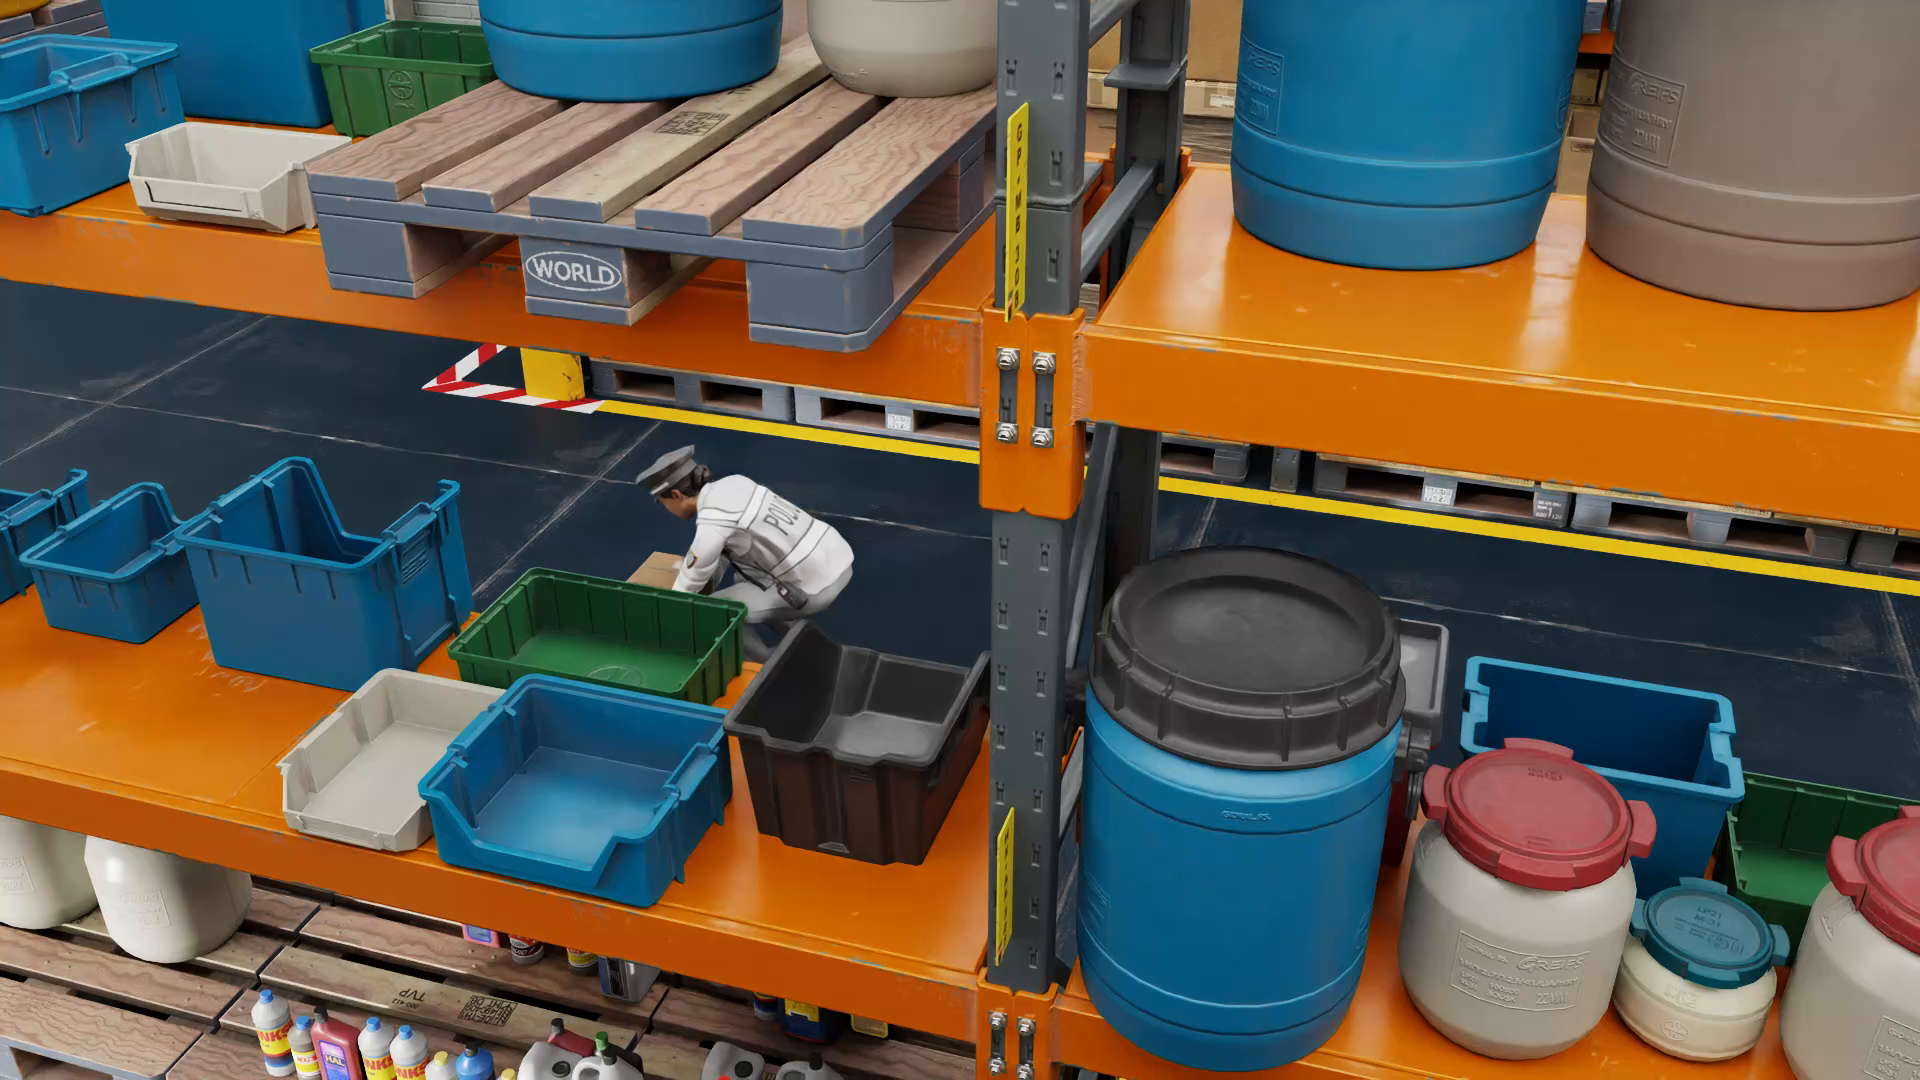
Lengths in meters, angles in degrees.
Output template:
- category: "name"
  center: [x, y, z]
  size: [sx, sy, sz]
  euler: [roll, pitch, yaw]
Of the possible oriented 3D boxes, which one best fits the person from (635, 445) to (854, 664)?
- category: "person"
  center: [-0.840, 0.132, 6.538]
  size: [0.819, 1.036, 0.499]
  euler: [9, 30, 15]
